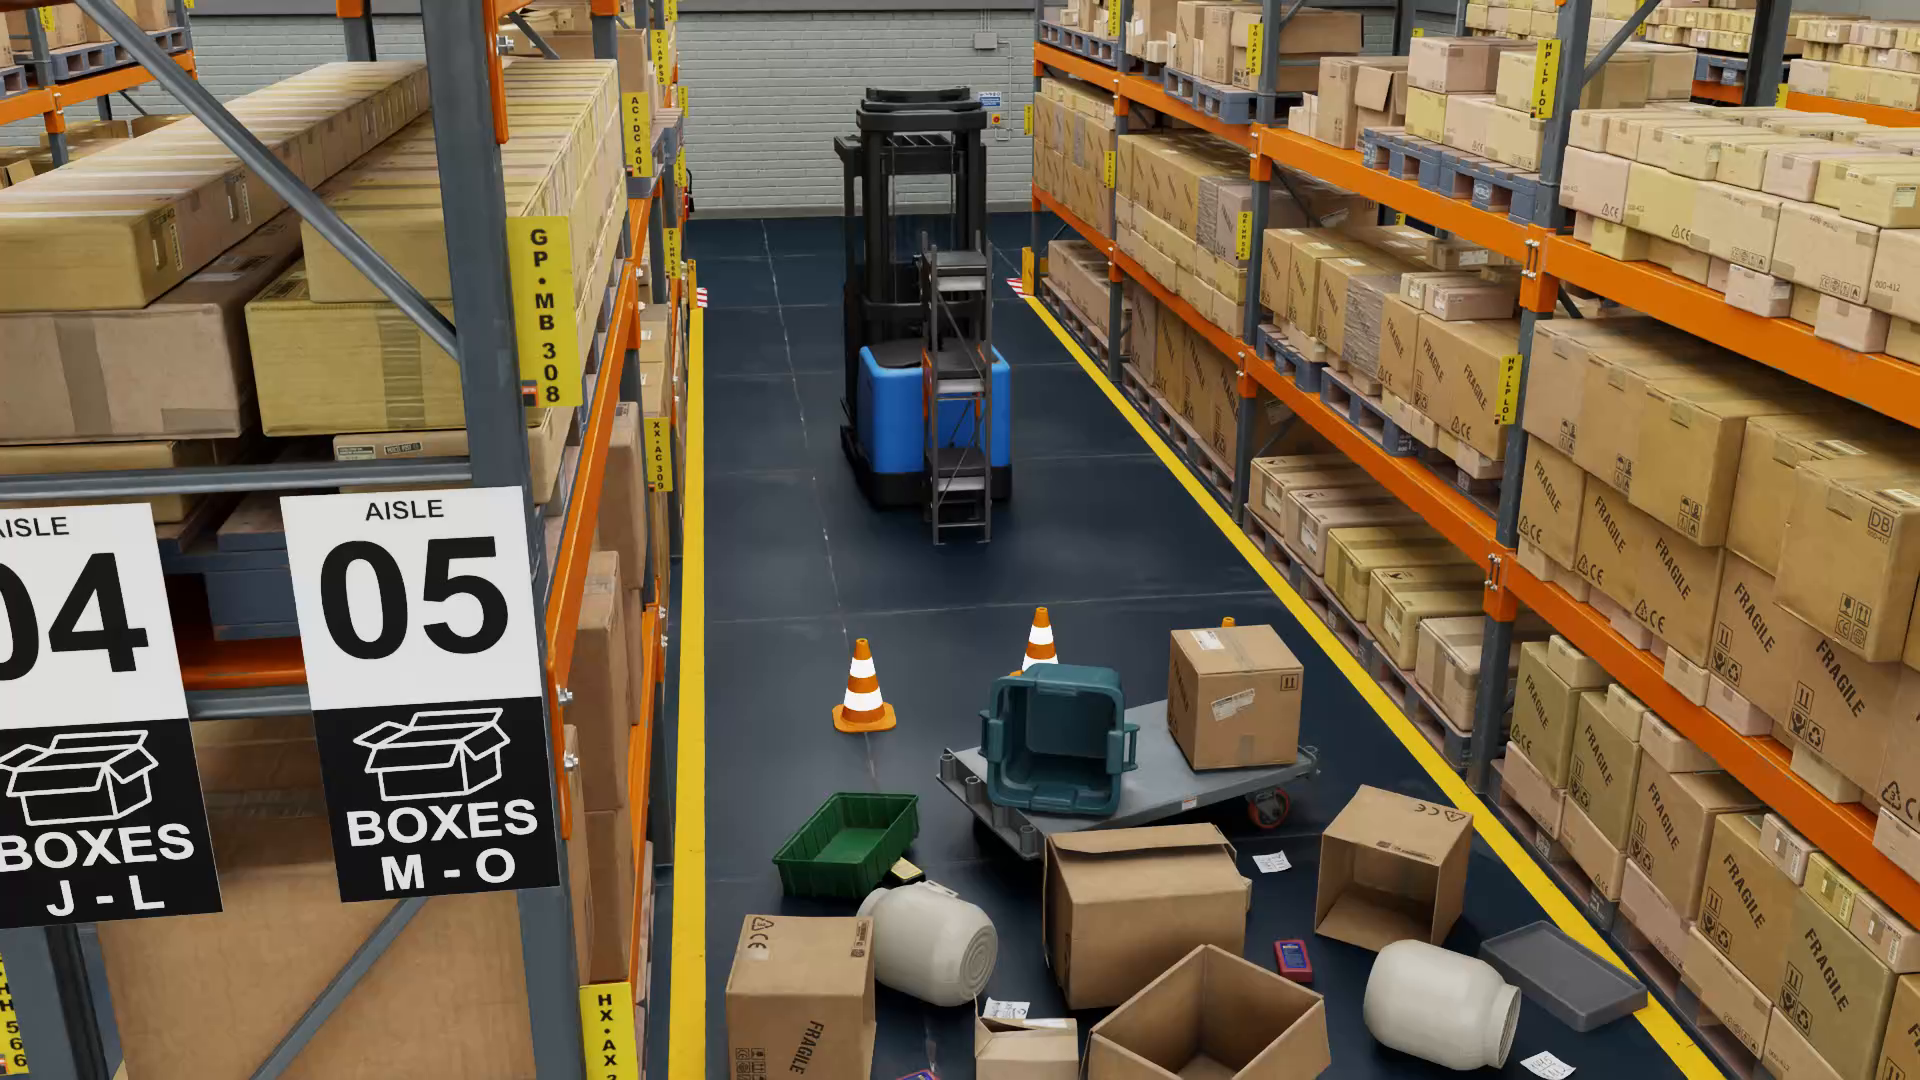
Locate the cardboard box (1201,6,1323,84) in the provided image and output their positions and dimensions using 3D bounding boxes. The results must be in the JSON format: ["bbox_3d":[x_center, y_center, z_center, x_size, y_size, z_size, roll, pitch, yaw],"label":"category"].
[{"bbox_3d":[2.151,-3.541,11.878,0.700,0.500,0.500,-4,21,-10],"label":"cardboard box"}]

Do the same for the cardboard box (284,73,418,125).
[{"bbox_3d":[-2.035,-1.475,5.566,0.380,0.149,0.250,-3,21,-8],"label":"cardboard box"}]

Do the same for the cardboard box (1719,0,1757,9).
[{"bbox_3d":[6.999,-4.867,14.773,0.396,0.266,0.258,-3,21,-8],"label":"cardboard box"}]

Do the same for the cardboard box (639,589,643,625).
[{"bbox_3d":[-1.760,0.168,6.765,0.875,0.550,0.550,-3,21,-8],"label":"cardboard box"}]

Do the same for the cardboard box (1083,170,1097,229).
[{"bbox_3d":[1.506,-3.316,16.164,0.500,0.500,0.500,-3,21,-9],"label":"cardboard box"}]

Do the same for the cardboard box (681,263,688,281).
[{"bbox_3d":[-3.086,-2.840,17.657,0.380,0.149,0.250,-3,21,-9],"label":"cardboard box"}]

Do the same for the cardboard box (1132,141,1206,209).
[{"bbox_3d":[1.785,-3.117,14.203,0.500,0.500,0.500,-3,21,-8],"label":"cardboard box"}]

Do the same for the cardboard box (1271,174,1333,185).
[{"bbox_3d":[2.571,-2.428,12.358,0.500,0.500,0.500,-3,21,-8],"label":"cardboard box"}]

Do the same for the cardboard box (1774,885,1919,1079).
[{"bbox_3d":[3.183,1.507,5.653,0.500,0.500,0.500,-2,21,-6],"label":"cardboard box"}]

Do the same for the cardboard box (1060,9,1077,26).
[{"bbox_3d":[1.258,-5.471,17.407,0.380,0.149,0.250,-2,21,-6],"label":"cardboard box"}]

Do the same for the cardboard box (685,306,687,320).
[{"bbox_3d":[-3.036,-2.384,17.285,0.380,0.149,0.250,-4,21,-10],"label":"cardboard box"}]

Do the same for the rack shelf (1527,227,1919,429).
[{"bbox_3d":[3.347,-0.549,5.641,1.077,0.370,4.000,-3,21,-8],"label":"rack shelf"}]

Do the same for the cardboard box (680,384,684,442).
[{"bbox_3d":[-2.480,-1.086,13.308,0.500,0.500,0.500,-3,21,-9],"label":"cardboard box"}]

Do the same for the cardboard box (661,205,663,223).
[{"bbox_3d":[-2.726,-2.750,14.124,0.380,0.149,0.250,-2,21,-6],"label":"cardboard box"}]

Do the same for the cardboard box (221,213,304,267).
[{"bbox_3d":[-1.667,-0.551,3.662,0.500,0.250,0.500,-3,21,-8],"label":"cardboard box"}]

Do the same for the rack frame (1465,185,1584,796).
[{"bbox_3d":[3.058,-0.174,7.894,1.000,3.000,0.127,-3,21,-8],"label":"rack frame"}]

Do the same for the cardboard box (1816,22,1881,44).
[{"bbox_3d":[6.902,-3.937,12.904,0.380,0.149,0.250,-3,21,-9],"label":"cardboard box"}]

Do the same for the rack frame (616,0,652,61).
[{"bbox_3d":[-2.402,-4.084,9.790,1.000,3.000,0.127,-3,21,-8],"label":"rack frame"}]

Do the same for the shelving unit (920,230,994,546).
[{"bbox_3d":[-0.024,-1.041,11.502,0.431,2.100,0.503,-3,21,-8],"label":"shelving unit"}]

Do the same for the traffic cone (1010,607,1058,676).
[{"bbox_3d":[0.463,0.606,9.432,0.336,0.463,0.334,-3,21,-8],"label":"traffic cone"}]

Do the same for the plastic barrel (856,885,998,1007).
[{"bbox_3d":[-0.144,1.633,6.738,0.512,0.421,0.421,12,24,30],"label":"plastic barrel"}]

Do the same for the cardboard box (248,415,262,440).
[{"bbox_3d":[-1.705,-0.309,3.586,0.380,0.149,0.250,-3,21,-7],"label":"cardboard box"}]

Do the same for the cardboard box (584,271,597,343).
[{"bbox_3d":[-1.163,-0.607,4.383,0.380,0.149,0.250,-3,21,-8],"label":"cardboard box"}]

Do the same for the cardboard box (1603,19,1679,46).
[{"bbox_3d":[6.499,-4.824,15.847,0.500,0.250,0.500,-3,21,-8],"label":"cardboard box"}]

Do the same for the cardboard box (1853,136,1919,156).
[{"bbox_3d":[3.485,-1.376,6.046,0.380,0.149,0.250,-3,21,-9],"label":"cardboard box"}]

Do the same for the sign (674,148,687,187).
[{"bbox_3d":[-2.430,-3.231,14.424,0.100,0.325,0.005,-3,21,-8],"label":"sign"}]

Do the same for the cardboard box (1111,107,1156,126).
[{"bbox_3d":[1.615,-3.950,15.506,0.380,0.149,0.250,-2,21,-6],"label":"cardboard box"}]

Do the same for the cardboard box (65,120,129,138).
[{"bbox_3d":[-8.604,-3.896,16.578,0.500,0.500,0.500,-3,21,-9],"label":"cardboard box"}]

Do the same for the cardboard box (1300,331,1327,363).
[{"bbox_3d":[2.365,-1.223,10.462,0.380,0.149,0.250,-3,21,-7],"label":"cardboard box"}]

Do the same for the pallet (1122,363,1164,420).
[{"bbox_3d":[2.091,-1.374,15.093,1.003,0.211,1.213,-3,21,-8],"label":"pallet"}]

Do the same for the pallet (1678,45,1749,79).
[{"bbox_3d":[6.841,-4.283,14.878,1.213,0.211,1.003,-3,21,-8],"label":"pallet"}]

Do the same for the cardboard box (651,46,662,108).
[{"bbox_3d":[-2.300,-3.110,11.326,0.500,0.500,0.500,-3,21,-8],"label":"cardboard box"}]

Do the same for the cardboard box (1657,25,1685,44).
[{"bbox_3d":[6.469,-4.511,14.837,0.380,0.149,0.250,-3,21,-7],"label":"cardboard box"}]

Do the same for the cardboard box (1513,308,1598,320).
[{"bbox_3d":[3.202,-0.907,8.689,0.500,0.500,0.500,-3,21,-8],"label":"cardboard box"}]

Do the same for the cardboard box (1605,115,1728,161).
[{"bbox_3d":[2.847,-1.621,6.701,0.380,0.149,0.250,-2,21,-6],"label":"cardboard box"}]

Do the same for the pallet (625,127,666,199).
[{"bbox_3d":[-2.093,-1.983,8.722,1.003,0.211,1.213,-2,21,-5],"label":"pallet"}]

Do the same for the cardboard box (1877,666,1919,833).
[{"bbox_3d":[3.216,0.677,5.047,0.500,0.500,0.500,-3,21,-8],"label":"cardboard box"}]

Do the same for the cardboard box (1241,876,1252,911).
[{"bbox_3d":[1.052,1.497,7.328,0.396,0.266,0.258,17,27,39],"label":"cardboard box"}]

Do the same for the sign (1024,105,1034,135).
[{"bbox_3d":[0.778,-4.745,18.784,0.100,0.325,0.005,-3,21,-8],"label":"sign"}]

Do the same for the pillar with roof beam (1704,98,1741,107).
[{"bbox_3d":[3.348,-6.075,15.120,9.100,9.000,0.400,-3,21,-8],"label":"pillar with roof beam"}]

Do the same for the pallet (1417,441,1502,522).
[{"bbox_3d":[3.092,-0.356,8.656,1.003,0.211,1.213,-3,21,-8],"label":"pallet"}]

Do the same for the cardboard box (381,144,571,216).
[{"bbox_3d":[-1.090,-0.803,3.769,0.380,0.149,0.250,-3,21,-7],"label":"cardboard box"}]

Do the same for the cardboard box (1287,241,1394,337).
[{"bbox_3d":[2.400,-1.594,10.529,0.500,0.500,0.500,-2,21,-5],"label":"cardboard box"}]

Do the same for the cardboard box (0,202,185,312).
[{"bbox_3d":[-1.633,-0.508,2.979,0.380,0.149,0.250,-3,21,-7],"label":"cardboard box"}]

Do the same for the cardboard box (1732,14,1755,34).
[{"bbox_3d":[6.679,-4.297,13.839,0.380,0.149,0.250,-3,21,-7],"label":"cardboard box"}]

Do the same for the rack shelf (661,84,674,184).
[{"bbox_3d":[-2.690,-3.035,12.295,1.077,0.370,4.000,-3,21,-8],"label":"rack shelf"}]

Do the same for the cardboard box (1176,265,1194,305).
[{"bbox_3d":[2.006,-2.002,13.003,0.500,0.250,0.500,-3,21,-8],"label":"cardboard box"}]

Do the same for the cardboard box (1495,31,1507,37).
[{"bbox_3d":[6.074,-5.475,18.160,0.380,0.149,0.250,-2,21,-7],"label":"cardboard box"}]

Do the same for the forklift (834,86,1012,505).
[{"bbox_3d":[-0.385,-2.112,13.182,1.130,2.935,3.031,-4,21,-10],"label":"forklift"}]

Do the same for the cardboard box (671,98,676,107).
[{"bbox_3d":[-3.007,-4.015,16.181,0.500,0.500,0.500,-4,21,-10],"label":"cardboard box"}]

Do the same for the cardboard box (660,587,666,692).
[{"bbox_3d":[-2.139,0.424,8.910,1.050,0.750,0.750,-3,21,-8],"label":"cardboard box"}]

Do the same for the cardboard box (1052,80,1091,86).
[{"bbox_3d":[1.214,-4.924,18.113,0.380,0.149,0.250,-2,21,-6],"label":"cardboard box"}]

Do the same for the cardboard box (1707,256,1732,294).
[{"bbox_3d":[3.012,-0.985,6.139,0.380,0.149,0.250,-4,21,-9],"label":"cardboard box"}]

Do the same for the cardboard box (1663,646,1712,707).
[{"bbox_3d":[2.961,0.513,6.416,0.380,0.149,0.250,-3,21,-7],"label":"cardboard box"}]

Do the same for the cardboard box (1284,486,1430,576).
[{"bbox_3d":[2.668,-0.073,10.780,0.950,0.372,0.625,-3,21,-9],"label":"cardboard box"}]
